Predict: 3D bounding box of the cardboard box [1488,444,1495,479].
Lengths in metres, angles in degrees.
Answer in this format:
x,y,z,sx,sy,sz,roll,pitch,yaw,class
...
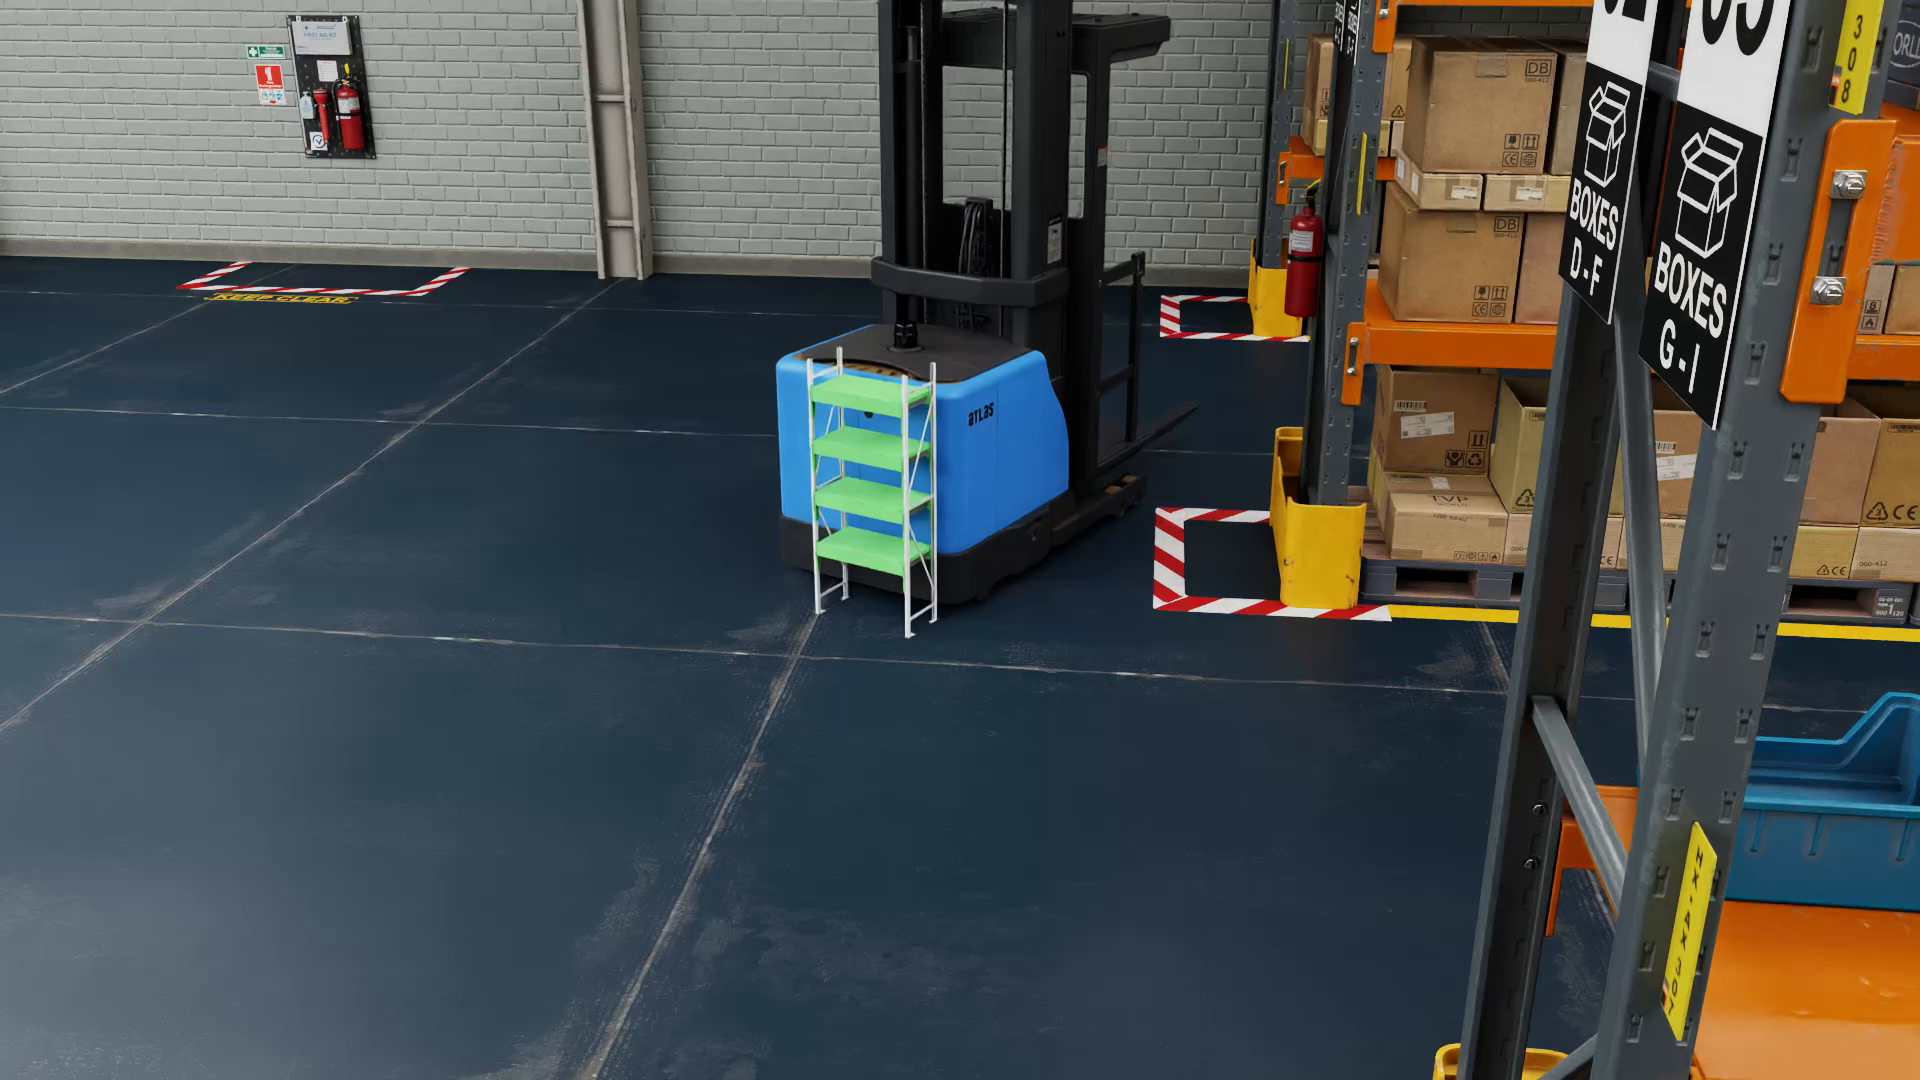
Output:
x,y,z,sx,sy,sz,roll,pitch,yaw,class
2.813,-0.276,8.227,0.500,0.250,0.500,2,22,6,cardboard box

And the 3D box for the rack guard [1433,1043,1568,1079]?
x,y,z,sx,sy,sz,roll,pitch,yaw,class
1.242,1.665,3.548,0.348,0.500,1.175,2,22,6,rack guard

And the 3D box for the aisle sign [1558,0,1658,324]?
x,y,z,sx,sy,sz,roll,pitch,yaw,class
1.124,-0.804,2.858,0.004,0.787,0.394,2,22,6,aisle sign

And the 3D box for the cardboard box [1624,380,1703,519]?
x,y,z,sx,sy,sz,roll,pitch,yaw,class
3.249,-0.415,7.558,0.500,0.500,0.500,2,22,6,cardboard box

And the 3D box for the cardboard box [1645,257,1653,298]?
x,y,z,sx,sy,sz,roll,pitch,yaw,class
3.224,-1.269,7.434,0.500,0.500,0.700,3,22,7,cardboard box

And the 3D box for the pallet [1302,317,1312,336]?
x,y,z,sx,sy,sz,roll,pitch,yaw,class
3.205,-1.753,12.586,1.213,0.211,1.003,2,22,6,pallet

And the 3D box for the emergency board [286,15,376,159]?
x,y,z,sx,sy,sz,roll,pitch,yaw,class
-5.284,-3.767,13.887,0.643,1.169,0.194,2,22,6,emergency board

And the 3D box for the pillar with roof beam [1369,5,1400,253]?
x,y,z,sx,sy,sz,roll,pitch,yaw,class
2.617,-4.604,7.846,0.400,9.000,9.100,2,22,6,pillar with roof beam

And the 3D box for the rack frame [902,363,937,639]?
x,y,z,sx,sy,sz,roll,pitch,yaw,class
-0.173,-0.160,7.212,0.015,1.200,0.240,13,25,29,rack frame

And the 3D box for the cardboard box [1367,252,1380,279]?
x,y,z,sx,sy,sz,roll,pitch,yaw,class
3.003,-1.992,12.457,0.500,0.311,0.500,0,22,0,cardboard box

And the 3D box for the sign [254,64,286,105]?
x,y,z,sx,sy,sz,roll,pitch,yaw,class
-5.821,-3.845,14.037,0.234,0.329,0.001,2,22,6,sign

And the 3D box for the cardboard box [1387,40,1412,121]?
x,y,z,sx,sy,sz,roll,pitch,yaw,class
3.255,-3.234,11.696,0.500,0.500,0.500,3,22,6,cardboard box

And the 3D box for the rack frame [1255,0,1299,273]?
x,y,z,sx,sy,sz,roll,pitch,yaw,class
2.327,-3.101,12.203,0.127,3.000,1.000,2,22,6,rack frame

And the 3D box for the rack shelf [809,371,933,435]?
x,y,z,sx,sy,sz,roll,pitch,yaw,class
-0.380,-0.594,7.178,0.480,0.148,0.258,13,25,29,rack shelf

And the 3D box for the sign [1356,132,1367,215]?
x,y,z,sx,sy,sz,roll,pitch,yaw,class
1.676,-1.529,6.942,0.005,0.325,0.100,2,22,6,sign

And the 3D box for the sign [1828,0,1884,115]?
x,y,z,sx,sy,sz,roll,pitch,yaw,class
1.092,-0.682,1.993,0.005,0.325,0.100,2,22,6,sign

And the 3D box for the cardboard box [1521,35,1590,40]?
x,y,z,sx,sy,sz,roll,pitch,yaw,class
4.332,-3.378,12.062,0.500,0.500,0.500,3,22,7,cardboard box

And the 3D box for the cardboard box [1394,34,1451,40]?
x,y,z,sx,sy,sz,roll,pitch,yaw,class
3.318,-3.421,12.169,0.500,0.500,0.500,3,22,7,cardboard box

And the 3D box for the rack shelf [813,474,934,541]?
x,y,z,sx,sy,sz,roll,pitch,yaw,class
-0.380,-0.147,7.354,0.480,0.148,0.258,13,25,29,rack shelf

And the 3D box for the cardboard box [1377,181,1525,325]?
x,y,z,sx,sy,sz,roll,pitch,yaw,class
2.209,-1.314,7.546,0.500,0.500,0.700,3,22,6,cardboard box

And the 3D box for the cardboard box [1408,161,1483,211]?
x,y,z,sx,sy,sz,roll,pitch,yaw,class
2.112,-1.544,7.248,0.250,0.149,0.380,2,22,6,cardboard box

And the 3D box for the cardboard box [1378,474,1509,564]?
x,y,z,sx,sy,sz,roll,pitch,yaw,class
2.254,-0.104,7.792,0.500,0.250,0.500,2,22,6,cardboard box

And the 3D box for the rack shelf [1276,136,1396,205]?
x,y,z,sx,sy,sz,roll,pitch,yaw,class
4.313,-2.680,12.116,4.000,0.370,1.077,2,22,6,rack shelf

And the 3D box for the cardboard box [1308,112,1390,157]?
x,y,z,sx,sy,sz,roll,pitch,yaw,class
2.774,-2.903,11.880,0.500,0.250,0.500,2,22,5,cardboard box

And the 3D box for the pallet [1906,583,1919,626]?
x,y,z,sx,sy,sz,roll,pitch,yaw,class
4.935,0.128,7.828,1.213,0.211,1.003,2,22,6,pallet

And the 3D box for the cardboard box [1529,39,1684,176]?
x,y,z,sx,sy,sz,roll,pitch,yaw,class
2.785,-1.894,7.250,0.500,0.500,0.700,2,22,5,cardboard box

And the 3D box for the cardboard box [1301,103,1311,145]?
x,y,z,sx,sy,sz,roll,pitch,yaw,class
2.814,-3.091,12.355,0.500,0.250,0.500,3,22,7,cardboard box

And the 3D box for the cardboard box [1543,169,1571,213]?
x,y,z,sx,sy,sz,roll,pitch,yaw,class
2.622,-1.523,7.193,0.250,0.149,0.380,3,22,7,cardboard box

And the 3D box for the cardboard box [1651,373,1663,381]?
x,y,z,sx,sy,sz,roll,pitch,yaw,class
3.310,-0.605,8.038,0.500,0.500,0.500,2,22,6,cardboard box

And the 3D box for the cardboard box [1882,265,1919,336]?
x,y,z,sx,sy,sz,roll,pitch,yaw,class
4.256,-1.226,7.325,0.500,0.500,0.700,3,22,7,cardboard box

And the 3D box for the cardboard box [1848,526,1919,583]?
x,y,z,sx,sy,sz,roll,pitch,yaw,class
4.240,-0.017,7.572,0.500,0.250,0.500,2,22,6,cardboard box

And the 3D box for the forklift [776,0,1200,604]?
x,y,z,sx,sy,sz,roll,pitch,yaw,class
0.344,-1.565,8.411,1.130,2.935,3.031,13,25,30,forklift

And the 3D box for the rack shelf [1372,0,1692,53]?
x,y,z,sx,sy,sz,roll,pitch,yaw,class
3.733,-2.266,6.990,4.000,0.370,1.077,2,22,6,rack shelf

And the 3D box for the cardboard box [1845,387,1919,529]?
x,y,z,sx,sy,sz,roll,pitch,yaw,class
4.241,-0.371,7.446,0.500,0.500,0.500,2,22,6,cardboard box

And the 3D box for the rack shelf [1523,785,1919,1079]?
x,y,z,sx,sy,sz,roll,pitch,yaw,class
3.147,0.937,2.967,4.000,0.370,1.077,2,22,6,rack shelf

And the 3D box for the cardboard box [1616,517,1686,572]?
x,y,z,sx,sy,sz,roll,pitch,yaw,class
3.247,-0.062,7.685,0.500,0.250,0.500,2,22,6,cardboard box

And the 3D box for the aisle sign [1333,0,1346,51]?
x,y,z,sx,sy,sz,roll,pitch,yaw,class
1.717,-2.611,7.428,0.004,0.787,0.394,2,22,6,aisle sign

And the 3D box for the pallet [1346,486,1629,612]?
x,y,z,sx,sy,sz,roll,pitch,yaw,class
2.512,0.023,8.095,1.213,0.211,1.003,2,22,6,pallet

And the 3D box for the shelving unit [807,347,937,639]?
x,y,z,sx,sy,sz,roll,pitch,yaw,class
-0.380,-0.207,7.331,0.503,1.200,0.258,13,25,29,shelving unit
